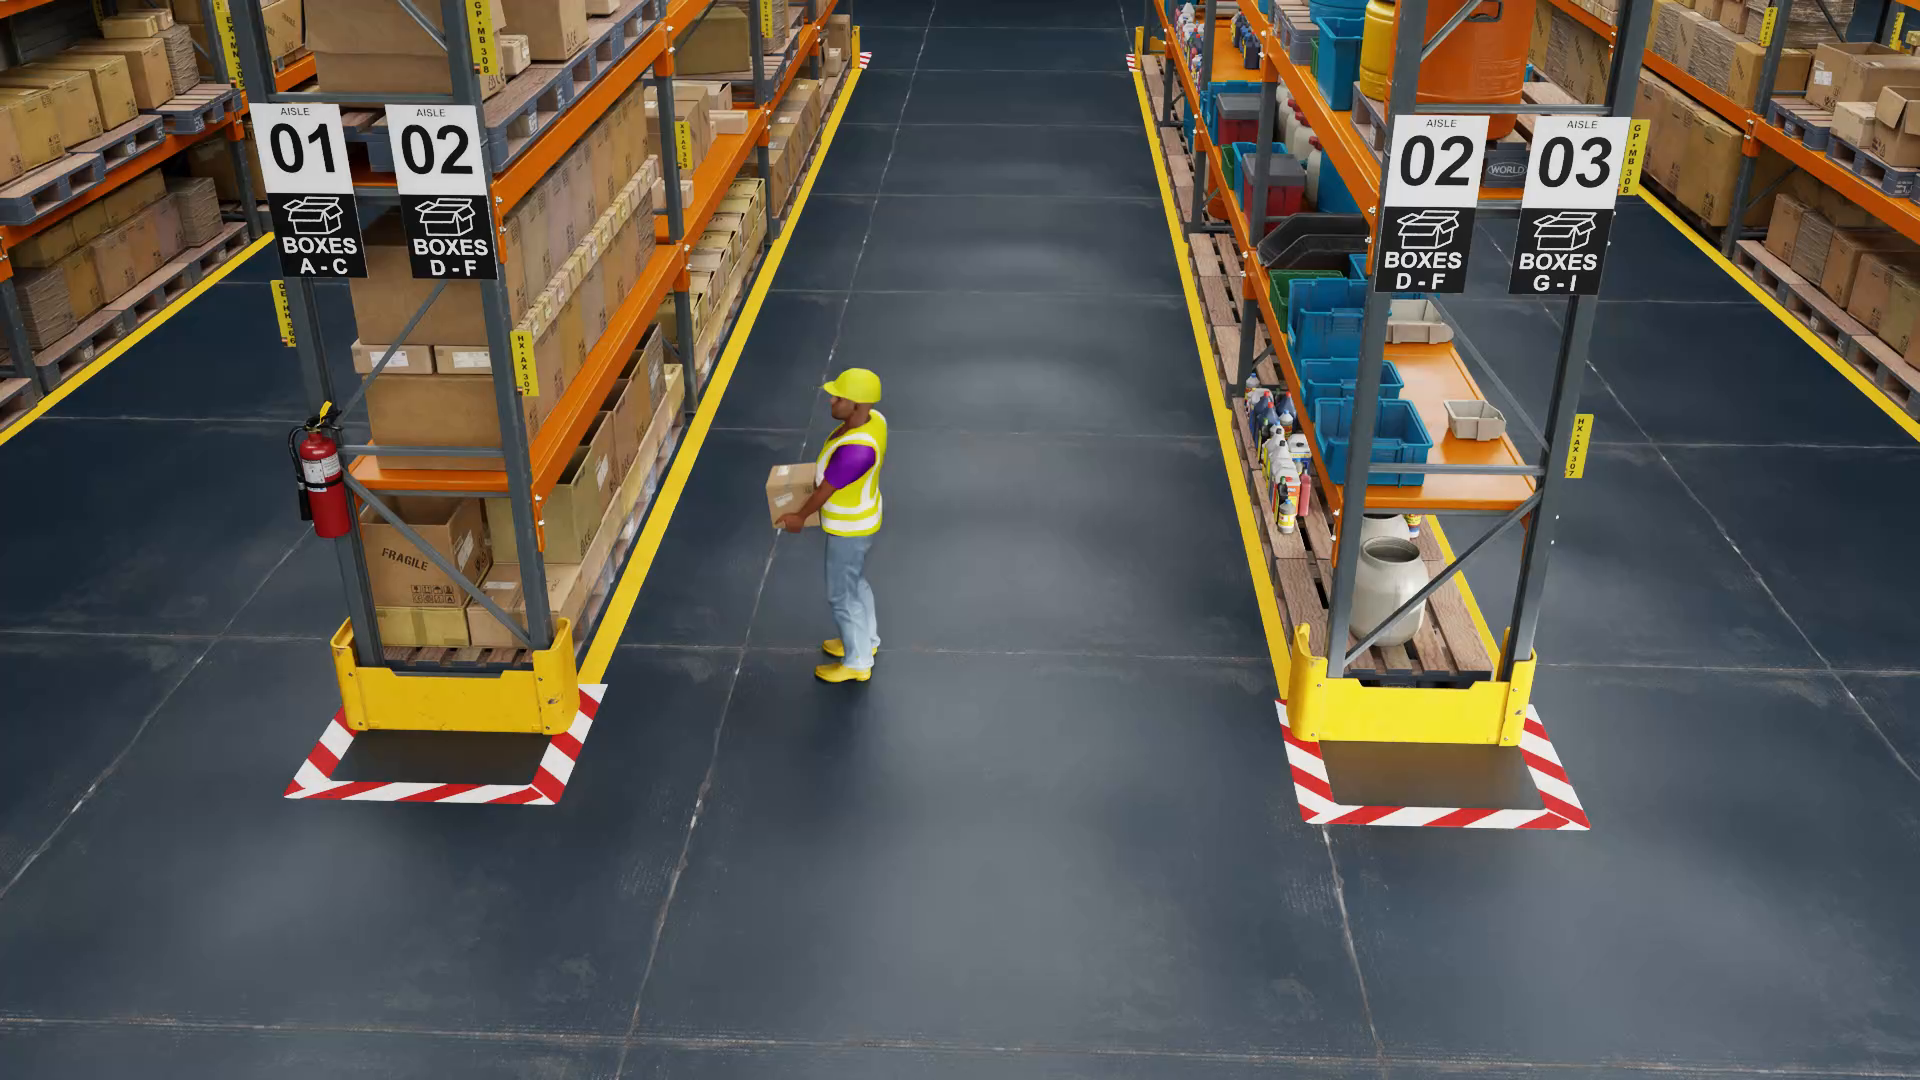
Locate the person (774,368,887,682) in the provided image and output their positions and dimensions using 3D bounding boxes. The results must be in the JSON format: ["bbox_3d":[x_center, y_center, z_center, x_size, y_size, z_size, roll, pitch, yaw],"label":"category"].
[{"bbox_3d":[-0.673,-0.087,8.766,0.577,1.760,0.503,1,28,3],"label":"person"}]
